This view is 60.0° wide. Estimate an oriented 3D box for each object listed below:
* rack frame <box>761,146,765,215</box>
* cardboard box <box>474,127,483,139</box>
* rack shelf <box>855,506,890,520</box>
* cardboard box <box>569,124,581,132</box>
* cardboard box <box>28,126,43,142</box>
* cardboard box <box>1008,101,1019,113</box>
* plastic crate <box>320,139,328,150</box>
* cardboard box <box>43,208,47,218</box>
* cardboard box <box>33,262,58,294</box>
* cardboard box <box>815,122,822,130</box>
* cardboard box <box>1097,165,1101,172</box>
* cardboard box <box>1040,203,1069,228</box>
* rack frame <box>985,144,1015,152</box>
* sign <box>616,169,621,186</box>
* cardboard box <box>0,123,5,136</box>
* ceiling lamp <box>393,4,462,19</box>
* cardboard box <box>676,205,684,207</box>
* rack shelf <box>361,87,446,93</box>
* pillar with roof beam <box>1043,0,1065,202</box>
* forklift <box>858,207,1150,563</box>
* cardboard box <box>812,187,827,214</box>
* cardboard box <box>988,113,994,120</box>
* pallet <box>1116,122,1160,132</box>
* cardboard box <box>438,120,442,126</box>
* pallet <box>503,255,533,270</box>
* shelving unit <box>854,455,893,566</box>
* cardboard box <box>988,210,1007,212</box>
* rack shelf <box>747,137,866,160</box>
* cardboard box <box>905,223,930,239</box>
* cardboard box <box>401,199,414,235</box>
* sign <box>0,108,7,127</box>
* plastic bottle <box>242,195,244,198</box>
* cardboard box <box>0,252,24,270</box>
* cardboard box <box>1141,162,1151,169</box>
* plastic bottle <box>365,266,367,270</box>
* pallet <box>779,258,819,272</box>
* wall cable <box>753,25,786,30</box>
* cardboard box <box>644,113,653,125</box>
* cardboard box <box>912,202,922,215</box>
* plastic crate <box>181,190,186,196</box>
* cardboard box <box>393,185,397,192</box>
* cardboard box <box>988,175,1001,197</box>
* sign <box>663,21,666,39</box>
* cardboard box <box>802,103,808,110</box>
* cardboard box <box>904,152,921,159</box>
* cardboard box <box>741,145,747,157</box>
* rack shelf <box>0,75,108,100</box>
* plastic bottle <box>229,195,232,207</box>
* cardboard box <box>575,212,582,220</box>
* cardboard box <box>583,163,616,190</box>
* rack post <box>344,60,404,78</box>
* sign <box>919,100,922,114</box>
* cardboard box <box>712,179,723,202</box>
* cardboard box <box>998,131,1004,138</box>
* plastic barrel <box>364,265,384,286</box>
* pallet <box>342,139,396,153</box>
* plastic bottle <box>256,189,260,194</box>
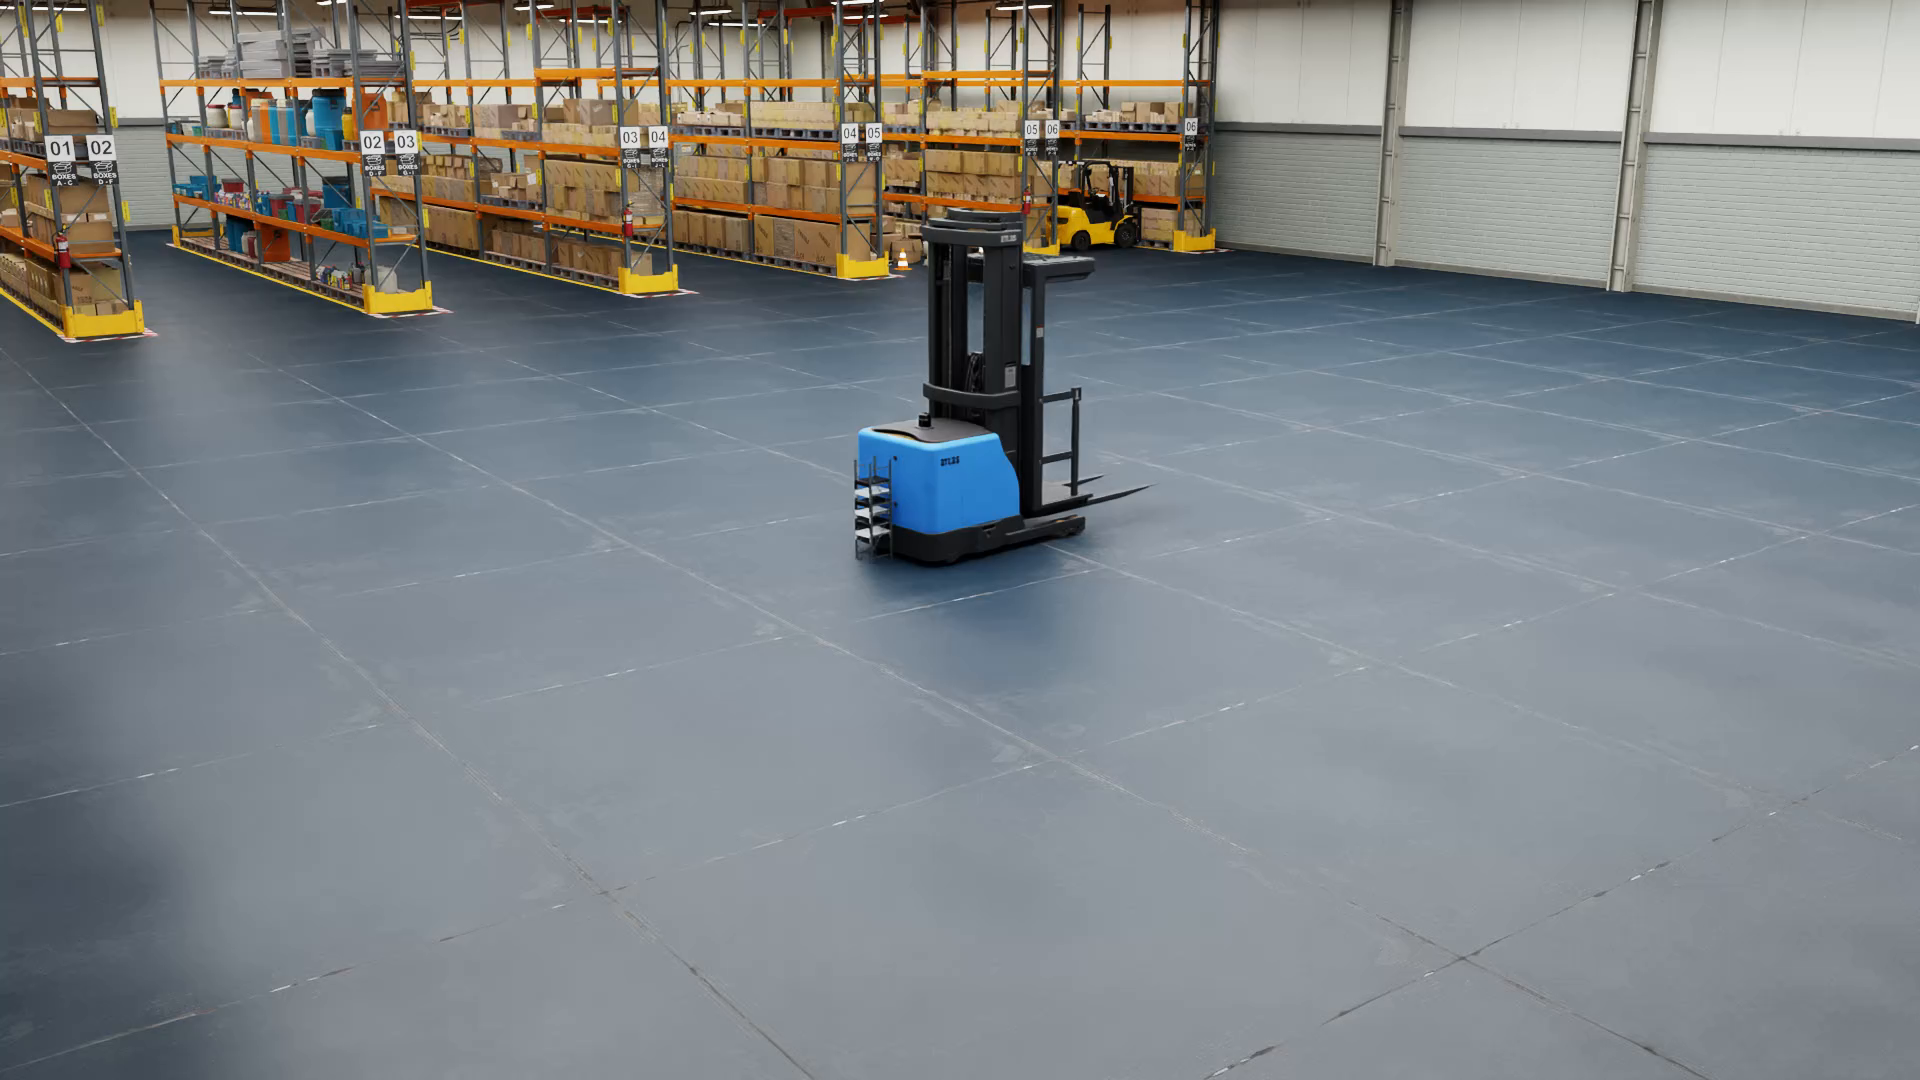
[{"bbox_3d":[-5.220,-10.513,47.805,1.000,3.000,0.127,-11,19,-35],"label":"rack frame"},{"bbox_3d":[-10.814,-9.355,38.177,0.500,0.250,0.500,-10,18,-34],"label":"cardboard box"},{"bbox_3d":[-0.744,-0.223,14.310,0.258,0.077,0.200,-14,21,-41],"label":"rack shelf"},{"bbox_3d":[-7.793,-8.444,34.091,0.380,0.149,0.250,-11,19,-36],"label":"cardboard box"},{"bbox_3d":[-15.086,-6.725,27.507,0.500,0.250,0.500,-11,19,-35],"label":"cardboard box"},{"bbox_3d":[1.751,-11.891,45.985,0.700,0.500,0.500,-11,19,-36],"label":"cardboard box"},{"bbox_3d":[-11.831,-7.463,31.382,0.336,0.188,0.450,-11,19,-35],"label":"plastic crate"},{"bbox_3d":[-15.488,-5.620,28.508,0.380,0.149,0.250,-11,19,-35],"label":"cardboard box"},{"bbox_3d":[-15.940,-4.607,29.218,0.500,0.500,0.500,-11,19,-35],"label":"cardboard box"},{"bbox_3d":[-2.877,-8.864,35.590,0.380,0.149,0.250,-11,19,-34],"label":"cardboard box"},{"bbox_3d":[3.801,-9.722,43.497,0.380,0.149,0.250,-11,19,-35],"label":"cardboard box"},{"bbox_3d":[2.731,-8.910,45.650,0.875,0.625,0.625,-11,19,-35],"label":"cardboard box"},{"bbox_3d":[1.145,-10.430,47.503,1.000,3.000,0.127,-11,19,-35],"label":"rack frame"},{"bbox_3d":[-6.641,-7.042,32.329,0.100,0.325,0.005,-11,19,-35],"label":"sign"},{"bbox_3d":[-18.587,-8.073,32.696,0.500,0.250,0.500,-13,20,-39],"label":"cardboard box"},{"bbox_3d":[-15.115,-16.505,47.276,2.000,3.185,0.800,-11,19,-35],"label":"ceiling lamp"},{"bbox_3d":[-7.320,-8.521,43.045,0.500,0.250,0.500,-11,19,-35],"label":"cardboard box"},{"bbox_3d":[-14.412,-11.756,43.102,1.077,0.370,4.000,-11,19,-35],"label":"rack shelf"},{"bbox_3d":[-0.842,-12.517,43.763,9.100,9.000,0.548,-11,19,-35],"label":"pillar with roof beam"},{"bbox_3d":[0.515,-1.522,15.083,3.031,2.935,1.130,-14,20,-41],"label":"forklift"},{"bbox_3d":[-2.705,-7.419,36.218,0.875,0.550,0.550,-11,19,-35],"label":"cardboard box"},{"bbox_3d":[0.867,-9.916,38.905,0.380,0.149,0.250,-11,19,-35],"label":"cardboard box"},{"bbox_3d":[4.732,-10.542,42.396,1.003,0.211,1.213,-11,19,-35],"label":"pallet"},{"bbox_3d":[-12.482,-10.162,40.520,0.380,0.149,0.250,-12,19,-37],"label":"cardboard box"},{"bbox_3d":[-9.713,-6.348,37.871,1.003,0.211,1.213,-11,19,-35],"label":"pallet"},{"bbox_3d":[-0.745,-0.255,14.301,0.258,0.900,0.210,-14,21,-41],"label":"shelving unit"},{"bbox_3d":[0.884,-7.700,39.292,0.380,0.149,0.250,-10,18,-33],"label":"cardboard box"},{"bbox_3d":[-3.285,-8.688,36.817,1.077,0.370,4.000,-11,19,-35],"label":"rack shelf"},{"bbox_3d":[-0.826,-7.852,42.263,0.950,0.372,0.625,-11,19,-34],"label":"cardboard box"},{"bbox_3d":[-14.088,-8.498,43.673,0.875,0.875,0.875,-11,19,-35],"label":"cardboard box"},{"bbox_3d":[-16.981,-7.491,29.508,0.100,0.325,0.005,-11,19,-35],"label":"sign"},{"bbox_3d":[-16.137,-7.622,37.463,0.061,0.283,0.133,-11,19,-35],"label":"plastic bottle"},{"bbox_3d":[-18.829,-5.573,33.108,0.500,0.311,0.500,-10,18,-33],"label":"cardboard box"},{"bbox_3d":[4.793,-9.473,42.023,0.380,0.149,0.250,-10,18,-33],"label":"cardboard box"},{"bbox_3d":[-11.624,-5.230,32.686,0.144,0.351,0.185,-11,19,-35],"label":"plastic bottle"},{"bbox_3d":[-3.355,-6.235,37.456,1.003,0.211,1.213,-11,19,-35],"label":"pallet"},{"bbox_3d":[-5.842,-19.119,57.347,2.988,3.039,0.133,-11,19,-35],"label":"wall cable"},{"bbox_3d":[-7.658,-10.551,42.074,0.500,0.500,0.500,-11,19,-35],"label":"cardboard box"},{"bbox_3d":[-1.105,-10.143,50.393,0.500,0.500,0.500,-10,18,-32],"label":"cardboard box"},{"bbox_3d":[-19.195,-8.632,41.318,0.250,0.136,0.298,-11,19,-35],"label":"plastic crate"},{"bbox_3d":[-14.585,-9.197,43.472,0.380,0.149,0.250,-10,18,-34],"label":"cardboard box"},{"bbox_3d":[1.003,-8.323,39.051,0.500,0.500,0.500,-11,19,-34],"label":"cardboard box"},{"bbox_3d":[-5.741,-9.879,32.205,0.100,0.325,0.005,-11,19,-35],"label":"sign"},{"bbox_3d":[-3.177,-9.358,35.883,0.380,0.149,0.250,-11,19,-34],"label":"cardboard box"},{"bbox_3d":[-1.229,-9.883,42.727,0.380,0.149,0.250,-10,18,-31],"label":"cardboard box"},{"bbox_3d":[-6.012,-11.211,48.272,0.500,0.500,0.500,-11,19,-35],"label":"cardboard box"},{"bbox_3d":[-15.371,-7.656,28.124,1.077,0.370,4.000,-11,19,-35],"label":"rack shelf"},{"bbox_3d":[-16.551,-7.710,37.807,0.097,0.271,0.097,0,15,0],"label":"plastic bottle"},{"bbox_3d":[-7.756,-6.735,34.476,0.380,0.149,0.250,-11,19,-35],"label":"cardboard box"},{"bbox_3d":[-7.294,-7.379,33.706,0.500,0.500,0.500,-11,19,-35],"label":"cardboard box"},{"bbox_3d":[-10.528,-8.477,29.950,0.937,0.300,0.954,-9,18,-29],"label":"rack post"},{"bbox_3d":[-0.963,-10.604,40.730,0.100,0.325,0.005,-11,19,-35],"label":"sign"},{"bbox_3d":[-5.578,-8.349,39.709,0.500,0.500,0.500,-11,19,-34],"label":"cardboard box"},{"bbox_3d":[1.098,-9.419,38.602,0.380,0.149,0.250,-10,18,-33],"label":"cardboard box"},{"bbox_3d":[-10.930,-4.882,31.148,0.421,0.512,0.421,0,15,0],"label":"plastic barrel"},{"bbox_3d":[-10.594,-7.191,30.344,1.003,0.211,1.213,-11,19,-35],"label":"pallet"},{"bbox_3d":[-16.328,-7.997,38.707,0.144,0.351,0.185,-11,19,-35],"label":"plastic bottle"}]
